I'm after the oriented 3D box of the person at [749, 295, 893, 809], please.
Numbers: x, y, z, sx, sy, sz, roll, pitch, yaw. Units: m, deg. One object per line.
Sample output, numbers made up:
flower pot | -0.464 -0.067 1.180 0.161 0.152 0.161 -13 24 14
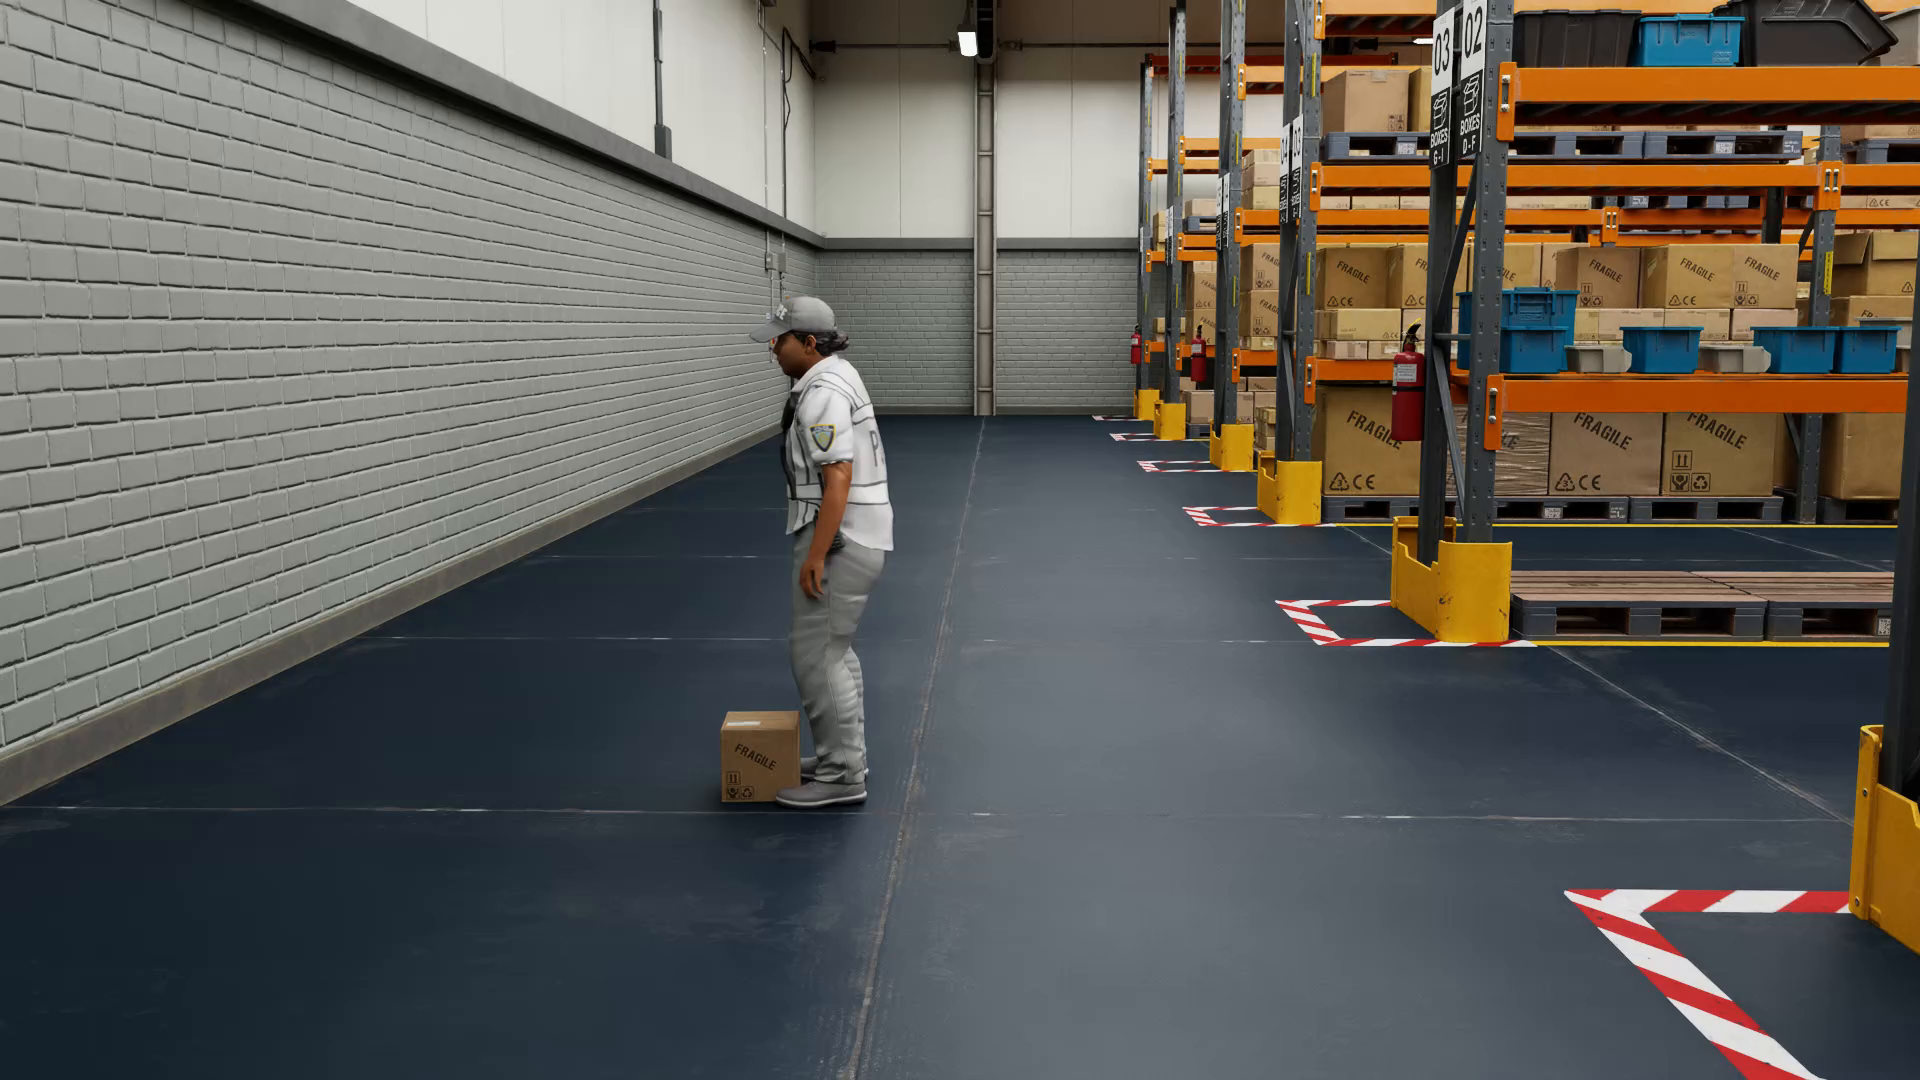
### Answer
person | -0.453 0.029 5.525 0.462 1.667 0.563 0 7 -2
